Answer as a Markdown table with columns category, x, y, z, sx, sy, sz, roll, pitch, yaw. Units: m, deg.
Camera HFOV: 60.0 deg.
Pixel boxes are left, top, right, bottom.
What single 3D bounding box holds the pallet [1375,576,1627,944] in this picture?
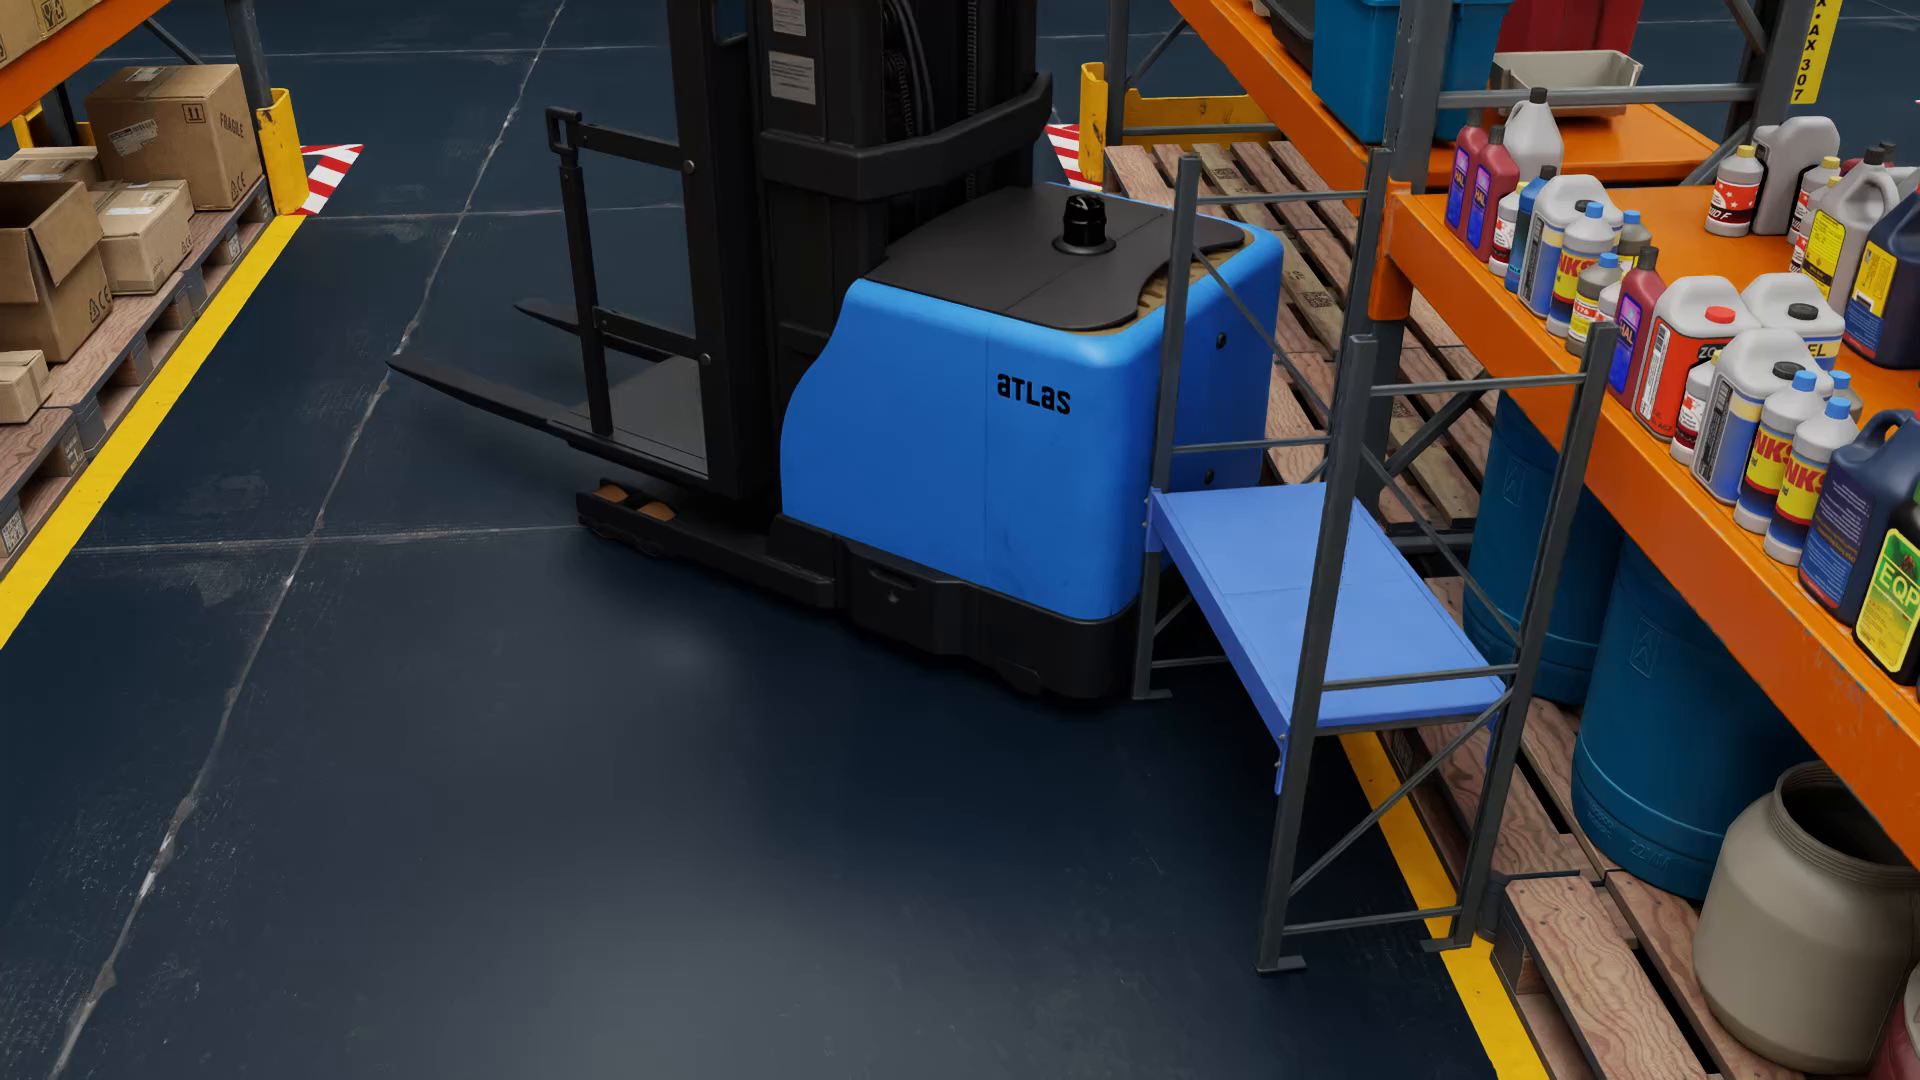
| category | x | y | z | sx | sy | sz | roll | pitch | yaw |
| --- | --- | --- | --- | --- | --- | --- | --- | --- | --- |
| pallet | 1.611 | 0.486 | 4.230 | 1.003 | 0.211 | 1.213 | -3 | 31 | -5 |

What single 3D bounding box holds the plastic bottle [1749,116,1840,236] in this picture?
| category | x | y | z | sx | sy | sz | roll | pitch | yaw |
| --- | --- | --- | --- | --- | --- | --- | --- | --- | --- |
| plastic bottle | 1.939 | -0.868 | 3.898 | 0.152 | 0.276 | 0.135 | -3 | 31 | -5 |

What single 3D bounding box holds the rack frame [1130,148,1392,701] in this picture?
| category | x | y | z | sx | sy | sz | roll | pitch | yaw |
| --- | --- | --- | --- | --- | --- | --- | --- | --- | --- |
| rack frame | 0.727 | -0.235 | 4.170 | 0.500 | 1.500 | 0.032 | -4 | 31 | -10 |

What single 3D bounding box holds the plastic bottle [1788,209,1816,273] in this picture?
| category | x | y | z | sx | sy | sz | roll | pitch | yaw |
| --- | --- | --- | --- | --- | --- | --- | --- | --- | --- |
| plastic bottle | 1.850 | -0.634 | 3.579 | 0.097 | 0.201 | 0.097 | 0 | 31 | 0 |

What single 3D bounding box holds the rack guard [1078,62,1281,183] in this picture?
| category | x | y | z | sx | sy | sz | roll | pitch | yaw |
| --- | --- | --- | --- | --- | --- | --- | --- | --- | --- |
| rack guard | 1.191 | -2.087 | 8.257 | 1.175 | 0.500 | 0.348 | -3 | 31 | -5 |

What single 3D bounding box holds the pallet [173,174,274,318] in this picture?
| category | x | y | z | sx | sy | sz | roll | pitch | yaw |
| --- | --- | --- | --- | --- | --- | --- | --- | --- | --- |
| pallet | -3.643 | -1.270 | 7.171 | 1.003 | 0.211 | 1.213 | -3 | 31 | -5 |

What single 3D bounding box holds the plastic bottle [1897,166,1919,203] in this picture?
| category | x | y | z | sx | sy | sz | roll | pitch | yaw |
| --- | --- | --- | --- | --- | --- | --- | --- | --- | --- |
| plastic bottle | 1.992 | -0.632 | 3.431 | 0.144 | 0.351 | 0.185 | -3 | 31 | -5 |

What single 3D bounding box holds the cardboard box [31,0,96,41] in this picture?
| category | x | y | z | sx | sy | sz | roll | pitch | yaw |
| --- | --- | --- | --- | --- | --- | --- | --- | --- | --- |
| cardboard box | -3.273 | -1.964 | 5.515 | 0.500 | 0.500 | 0.500 | -3 | 31 | -5 |

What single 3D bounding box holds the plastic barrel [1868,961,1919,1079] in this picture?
| category | x | y | z | sx | sy | sz | roll | pitch | yaw |
| --- | --- | --- | --- | --- | --- | --- | --- | --- | --- |
| plastic barrel | 1.786 | 0.965 | 2.651 | 0.600 | 0.588 | 0.708 | -3 | 31 | -5 |

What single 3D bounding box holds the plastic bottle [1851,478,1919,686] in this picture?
| category | x | y | z | sx | sy | sz | roll | pitch | yaw |
| --- | --- | --- | --- | --- | --- | --- | --- | --- | --- |
| plastic bottle | 1.355 | 0.054 | 2.349 | 0.061 | 0.283 | 0.133 | -3 | 31 | -5 |

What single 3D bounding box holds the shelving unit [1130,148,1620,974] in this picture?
| category | x | y | z | sx | sy | sz | roll | pitch | yaw |
| --- | --- | --- | --- | --- | --- | --- | --- | --- | --- |
| shelving unit | 0.819 | 0.021 | 3.740 | 0.538 | 1.500 | 1.048 | -4 | 31 | -10 |

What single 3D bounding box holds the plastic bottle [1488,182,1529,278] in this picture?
| category | x | y | z | sx | sy | sz | roll | pitch | yaw |
| --- | --- | --- | --- | --- | --- | --- | --- | --- | --- |
| plastic bottle | 1.231 | -0.688 | 3.670 | 0.097 | 0.201 | 0.097 | 0 | 31 | 0 |

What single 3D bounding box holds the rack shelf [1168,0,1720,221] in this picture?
| category | x | y | z | sx | sy | sz | roll | pitch | yaw |
| --- | --- | --- | --- | --- | --- | --- | --- | --- | --- |
| rack shelf | 1.393 | -1.819 | 6.072 | 1.077 | 0.370 | 4.000 | -3 | 31 | -5 |

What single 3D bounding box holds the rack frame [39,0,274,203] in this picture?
| category | x | y | z | sx | sy | sz | roll | pitch | yaw |
| --- | --- | --- | --- | --- | --- | --- | --- | --- | --- |
| rack frame | -3.726 | -2.913 | 7.203 | 1.000 | 3.000 | 0.127 | -3 | 31 | -5 |

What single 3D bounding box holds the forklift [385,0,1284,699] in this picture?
| category | x | y | z | sx | sy | sz | roll | pitch | yaw |
| --- | --- | --- | --- | --- | --- | --- | --- | --- | --- |
| forklift | -0.597 | -1.411 | 4.755 | 3.031 | 2.935 | 1.130 | 19 | 36 | 29 |

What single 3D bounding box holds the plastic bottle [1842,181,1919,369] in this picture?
| category | x | y | z | sx | sy | sz | roll | pitch | yaw |
| --- | --- | --- | --- | --- | --- | --- | --- | --- | --- |
| plastic bottle | 1.866 | -0.531 | 3.261 | 0.144 | 0.351 | 0.185 | -3 | 31 | -5 |

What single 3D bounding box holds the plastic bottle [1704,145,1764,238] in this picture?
| category | x | y | z | sx | sy | sz | roll | pitch | yaw |
| --- | --- | --- | --- | --- | --- | --- | --- | --- | --- |
| plastic bottle | 1.816 | -0.820 | 3.892 | 0.097 | 0.201 | 0.097 | 0 | 31 | 0 |

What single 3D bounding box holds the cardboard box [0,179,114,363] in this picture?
| category | x | y | z | sx | sy | sz | roll | pitch | yaw |
| --- | --- | --- | --- | --- | --- | --- | --- | --- | --- |
| cardboard box | -3.533 | -0.947 | 5.916 | 0.797 | 0.503 | 0.637 | -3 | 31 | -5 |

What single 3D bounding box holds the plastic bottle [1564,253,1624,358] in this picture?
| category | x | y | z | sx | sy | sz | roll | pitch | yaw |
| --- | --- | --- | --- | --- | --- | --- | --- | --- | --- |
| plastic bottle | 1.271 | -0.470 | 3.305 | 0.097 | 0.201 | 0.097 | 0 | 31 | 0 |

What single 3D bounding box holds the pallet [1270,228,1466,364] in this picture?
| category | x | y | z | sx | sy | sz | roll | pitch | yaw |
| --- | --- | --- | --- | --- | --- | --- | --- | --- | --- |
| pallet | 1.356 | -0.907 | 6.563 | 1.003 | 0.211 | 1.213 | -3 | 31 | -5 |

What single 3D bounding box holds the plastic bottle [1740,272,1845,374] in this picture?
| category | x | y | z | sx | sy | sz | roll | pitch | yaw |
| --- | --- | --- | --- | --- | --- | --- | --- | --- | --- |
| plastic bottle | 1.482 | -0.333 | 3.004 | 0.152 | 0.276 | 0.135 | -3 | 31 | -5 |

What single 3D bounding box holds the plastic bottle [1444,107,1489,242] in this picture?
| category | x | y | z | sx | sy | sz | roll | pitch | yaw |
| --- | --- | --- | --- | --- | --- | --- | --- | --- | --- |
| plastic bottle | 1.190 | -0.849 | 3.860 | 0.061 | 0.283 | 0.133 | -3 | 31 | -5 |

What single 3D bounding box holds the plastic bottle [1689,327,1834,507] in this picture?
| category | x | y | z | sx | sy | sz | roll | pitch | yaw |
| --- | --- | --- | --- | --- | --- | --- | --- | --- | --- |
| plastic bottle | 1.352 | -0.208 | 2.794 | 0.152 | 0.276 | 0.135 | -3 | 31 | -5 |

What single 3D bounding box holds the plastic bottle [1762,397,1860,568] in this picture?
| category | x | y | z | sx | sy | sz | roll | pitch | yaw |
| --- | --- | --- | --- | --- | --- | --- | --- | --- | --- |
| plastic bottle | 1.345 | -0.095 | 2.610 | 0.097 | 0.271 | 0.097 | 0 | 31 | 0 |

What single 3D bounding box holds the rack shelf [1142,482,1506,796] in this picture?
| category | x | y | z | sx | sy | sz | roll | pitch | yaw |
| --- | --- | --- | --- | --- | --- | --- | --- | --- | --- |
| rack shelf | 0.815 | 0.176 | 3.832 | 0.538 | 0.185 | 1.000 | -4 | 31 | -10 |

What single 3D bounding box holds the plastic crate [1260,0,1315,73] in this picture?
| category | x | y | z | sx | sy | sz | roll | pitch | yaw |
| --- | --- | --- | --- | --- | --- | --- | --- | --- | --- |
| plastic crate | 1.208 | -1.573 | 5.168 | 0.437 | 0.125 | 0.590 | -3 | 31 | -5 |

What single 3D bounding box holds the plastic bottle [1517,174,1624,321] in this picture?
| category | x | y | z | sx | sy | sz | roll | pitch | yaw |
| --- | --- | --- | --- | --- | --- | --- | --- | --- | --- |
| plastic bottle | 1.278 | -0.612 | 3.470 | 0.152 | 0.276 | 0.135 | -3 | 31 | -5 |

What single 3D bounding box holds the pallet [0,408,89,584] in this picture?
| category | x | y | z | sx | sy | sz | roll | pitch | yaw |
| --- | --- | --- | --- | --- | --- | --- | --- | --- | --- |
| pallet | -3.415 | -0.025 | 5.086 | 1.003 | 0.211 | 1.213 | -3 | 31 | -5 |

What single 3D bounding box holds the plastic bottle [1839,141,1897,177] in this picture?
| category | x | y | z | sx | sy | sz | roll | pitch | yaw |
| --- | --- | --- | --- | --- | --- | --- | --- | --- | --- |
| plastic bottle | 2.006 | -0.755 | 3.702 | 0.061 | 0.283 | 0.133 | -3 | 31 | -5 |

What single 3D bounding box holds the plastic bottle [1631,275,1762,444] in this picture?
| category | x | y | z | sx | sy | sz | roll | pitch | yaw |
| --- | --- | --- | --- | --- | --- | --- | --- | --- | --- |
| plastic bottle | 1.331 | -0.326 | 2.992 | 0.152 | 0.276 | 0.135 | -3 | 31 | -5 |

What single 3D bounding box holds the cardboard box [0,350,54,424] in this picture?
| category | x | y | z | sx | sy | sz | roll | pitch | yaw |
| --- | --- | --- | --- | --- | --- | --- | --- | --- | --- |
| cardboard box | -3.267 | -0.510 | 5.512 | 0.380 | 0.166 | 0.250 | -3 | 31 | -5 |

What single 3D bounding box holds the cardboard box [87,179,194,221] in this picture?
| category | x | y | z | sx | sy | sz | roll | pitch | yaw |
| --- | --- | --- | --- | --- | --- | --- | --- | --- | --- |
| cardboard box | -3.481 | -1.409 | 7.018 | 0.380 | 0.166 | 0.250 | -3 | 31 | -5 |

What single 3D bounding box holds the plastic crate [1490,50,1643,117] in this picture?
| category | x | y | z | sx | sy | sz | roll | pitch | yaw |
| --- | --- | --- | --- | --- | --- | --- | --- | --- | --- |
| plastic crate | 1.679 | -1.264 | 4.639 | 0.396 | 0.136 | 0.243 | -3 | 31 | -5 |

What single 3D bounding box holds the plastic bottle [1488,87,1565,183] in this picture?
| category | x | y | z | sx | sy | sz | roll | pitch | yaw |
| --- | --- | --- | --- | --- | --- | --- | --- | --- | --- |
| plastic bottle | 1.294 | -0.870 | 3.829 | 0.144 | 0.351 | 0.185 | -3 | 31 | -5 |

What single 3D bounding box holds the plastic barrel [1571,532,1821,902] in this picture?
| category | x | y | z | sx | sy | sz | roll | pitch | yaw |
| --- | --- | --- | --- | --- | --- | --- | --- | --- | --- |
| plastic barrel | 1.680 | 0.254 | 3.536 | 0.600 | 0.901 | 0.708 | -3 | 31 | -5 |

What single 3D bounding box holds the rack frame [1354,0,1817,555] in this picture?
| category | x | y | z | sx | sy | sz | roll | pitch | yaw |
| --- | --- | --- | --- | --- | --- | --- | --- | --- | --- |
| rack frame | 1.580 | -1.107 | 4.178 | 1.000 | 3.000 | 0.127 | -3 | 31 | -5 |

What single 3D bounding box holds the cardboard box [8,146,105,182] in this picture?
| category | x | y | z | sx | sy | sz | roll | pitch | yaw |
| --- | --- | --- | --- | --- | --- | --- | --- | --- | --- |
| cardboard box | -4.029 | -1.648 | 7.435 | 0.380 | 0.149 | 0.250 | -3 | 31 | -5 |
